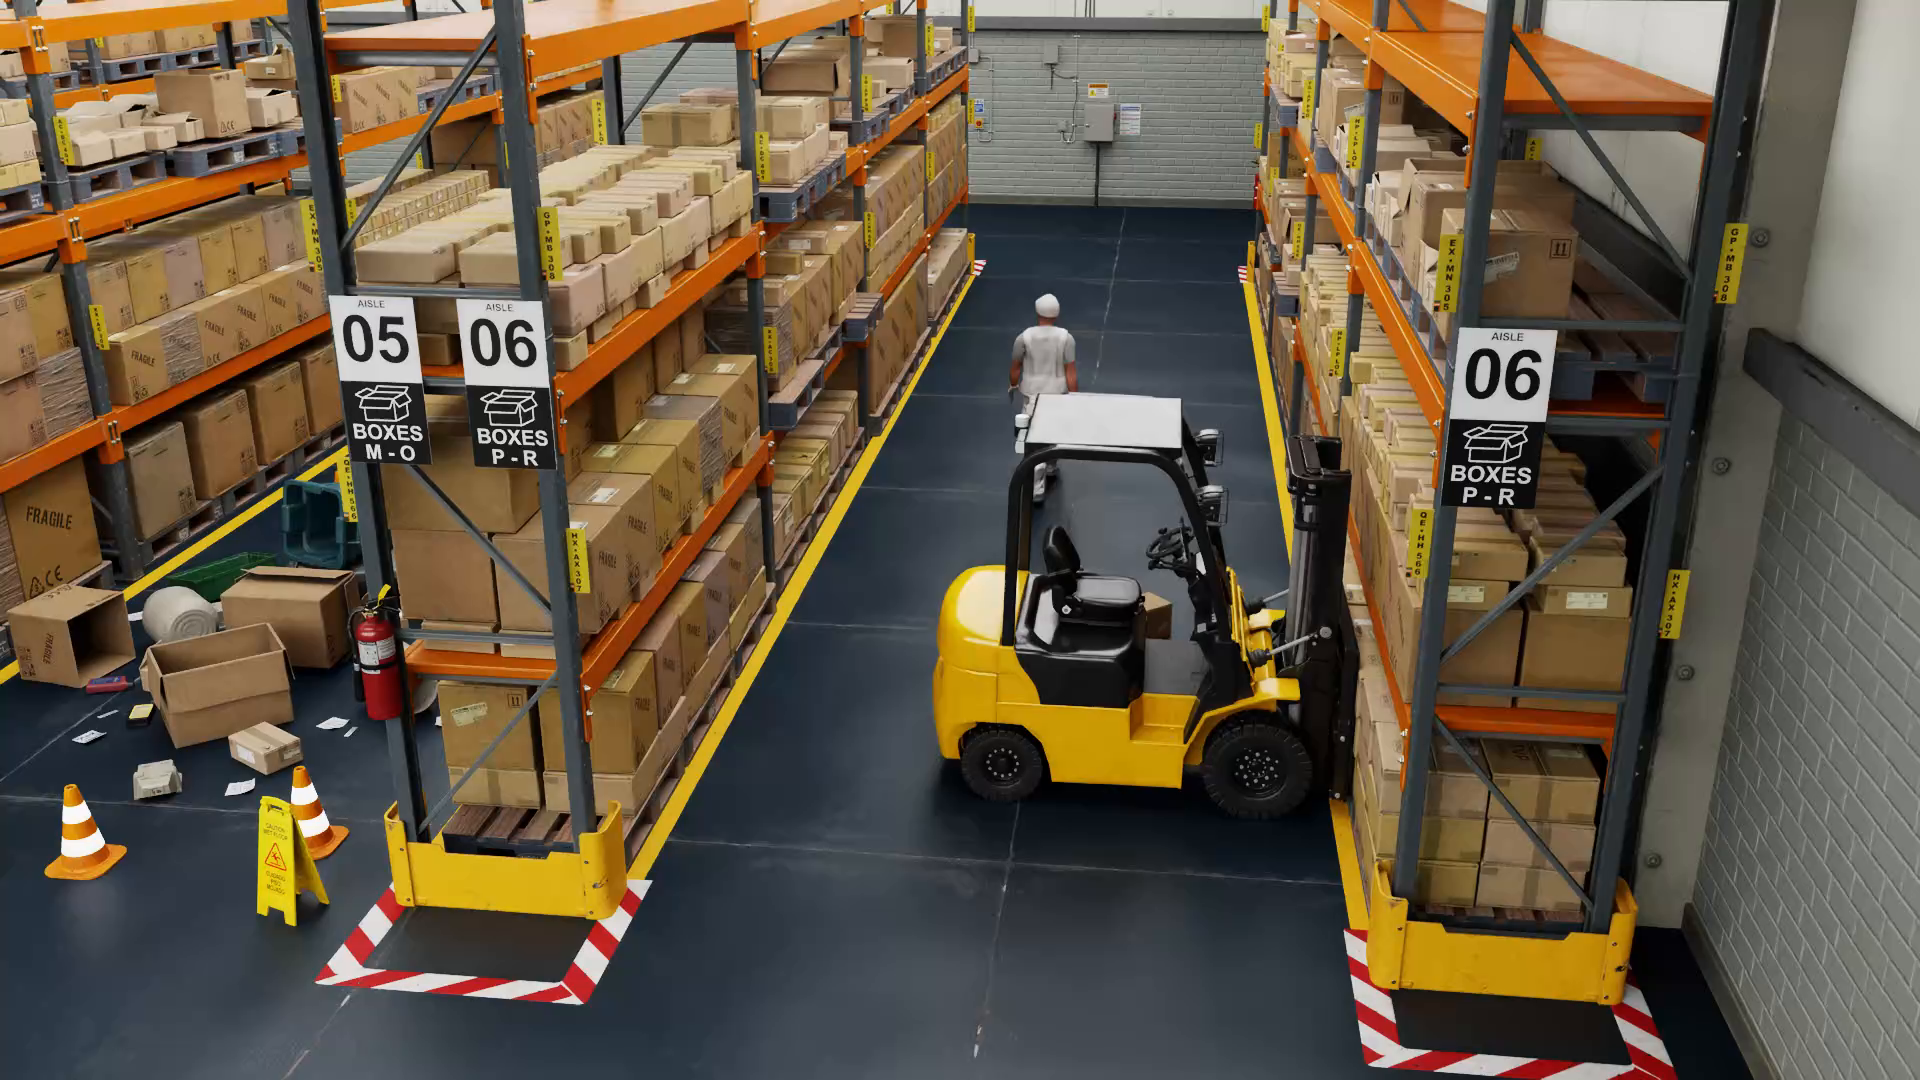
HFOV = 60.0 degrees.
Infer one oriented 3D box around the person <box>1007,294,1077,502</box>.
[{"bbox_3d":[0.714,-1.295,14.372,0.607,1.735,0.984,-1,21,-2],"label":"person"}]
